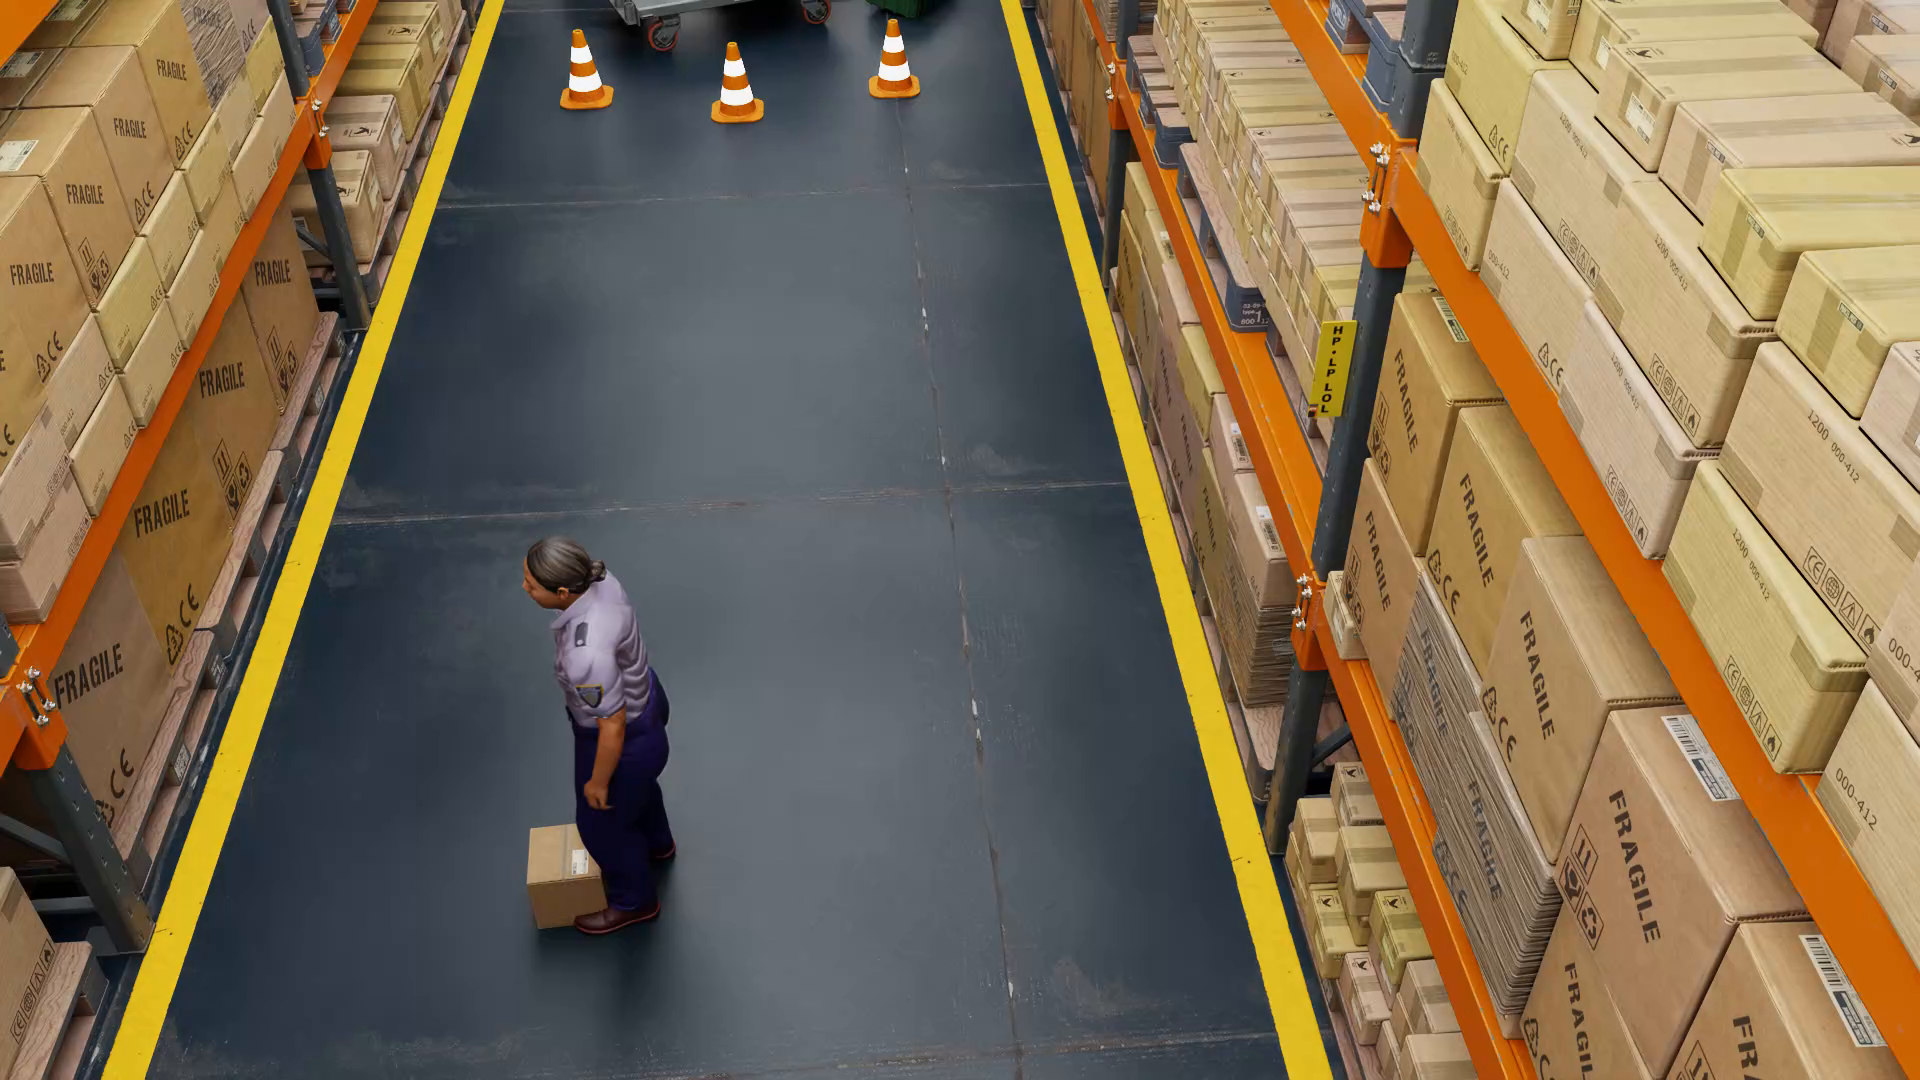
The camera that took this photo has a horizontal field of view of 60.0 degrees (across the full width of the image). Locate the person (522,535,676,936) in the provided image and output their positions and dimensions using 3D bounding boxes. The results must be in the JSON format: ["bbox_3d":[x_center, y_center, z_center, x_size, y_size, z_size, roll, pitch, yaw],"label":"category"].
[{"bbox_3d":[-1.158,0.616,5.409,0.418,1.653,0.562,-5,40,-6],"label":"person"}]
